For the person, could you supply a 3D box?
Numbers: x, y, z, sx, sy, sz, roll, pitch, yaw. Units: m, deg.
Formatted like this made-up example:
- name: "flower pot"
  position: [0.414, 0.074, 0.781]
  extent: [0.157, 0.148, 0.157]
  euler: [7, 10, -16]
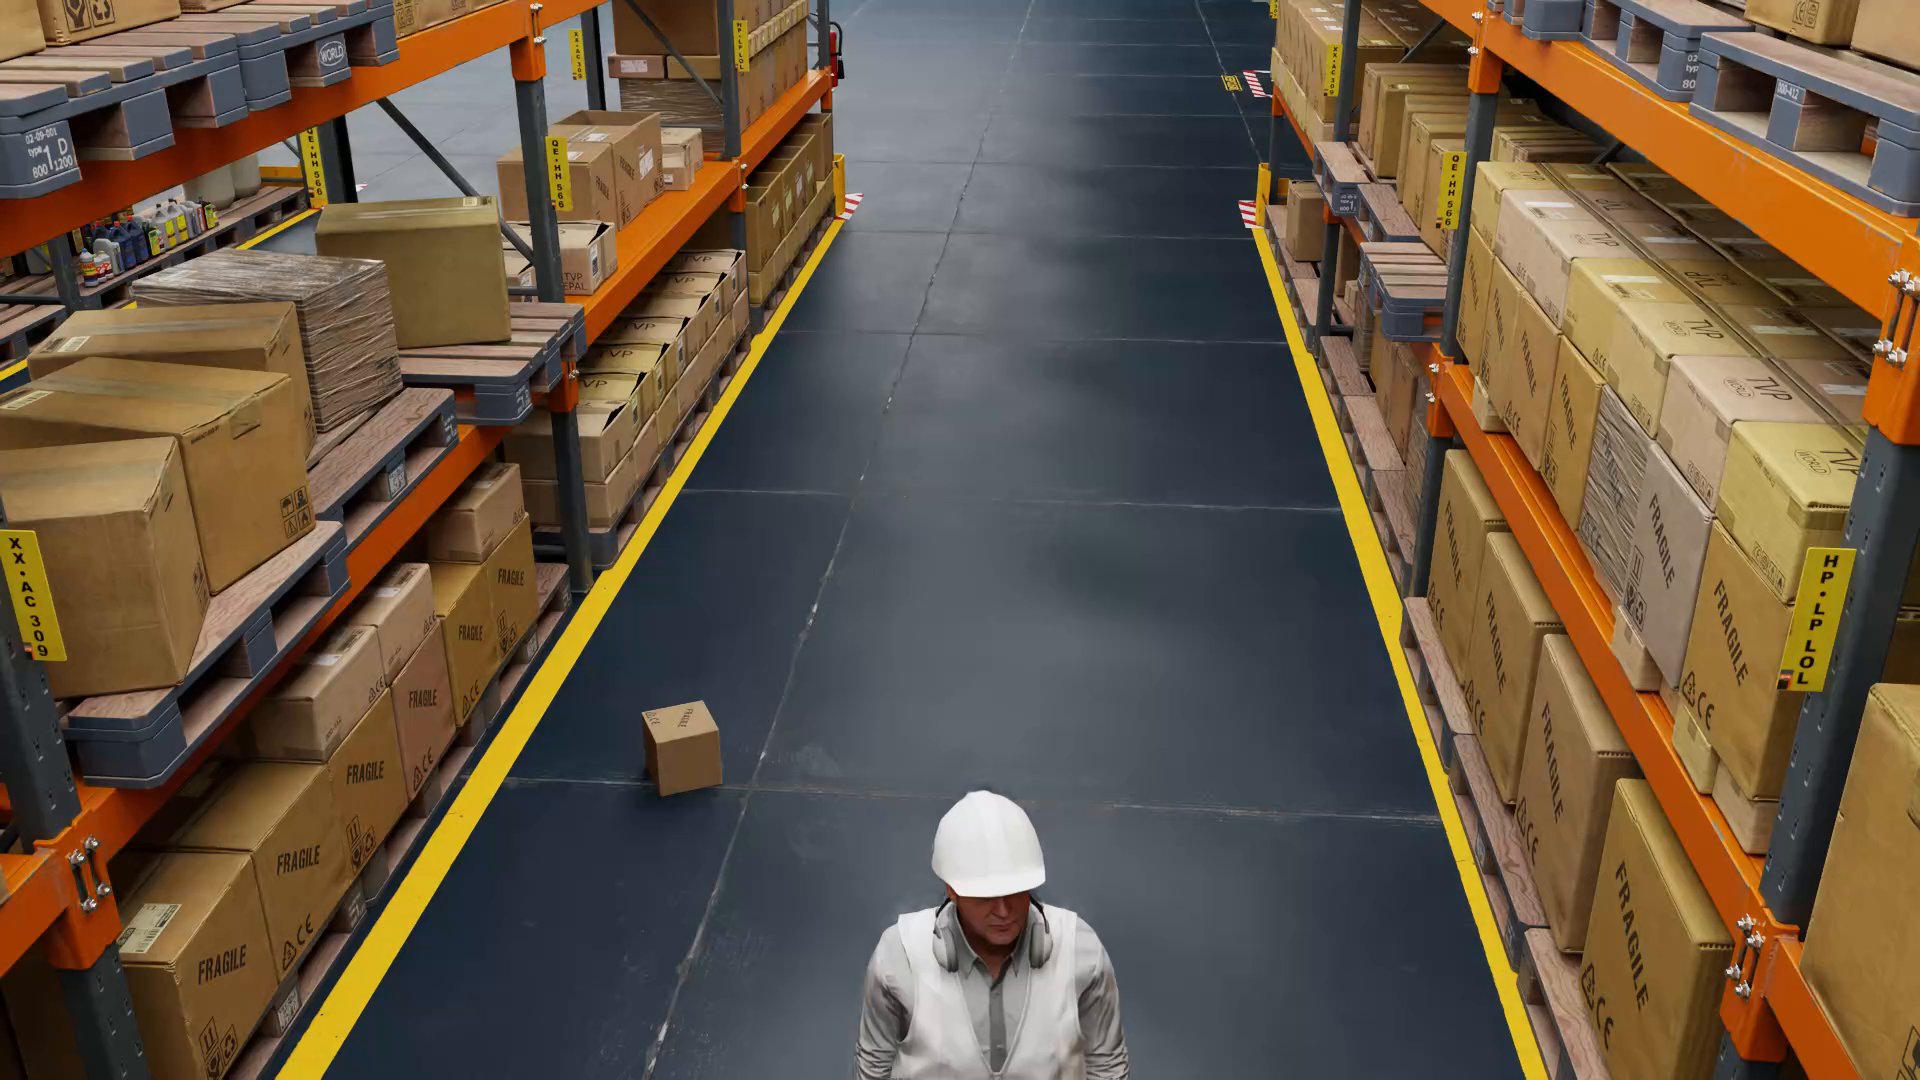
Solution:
- name: "person"
  position: [0.073, 1.356, 3.574]
  extent: [0.592, 1.773, 0.850]
  euler: [-4, 25, -9]
